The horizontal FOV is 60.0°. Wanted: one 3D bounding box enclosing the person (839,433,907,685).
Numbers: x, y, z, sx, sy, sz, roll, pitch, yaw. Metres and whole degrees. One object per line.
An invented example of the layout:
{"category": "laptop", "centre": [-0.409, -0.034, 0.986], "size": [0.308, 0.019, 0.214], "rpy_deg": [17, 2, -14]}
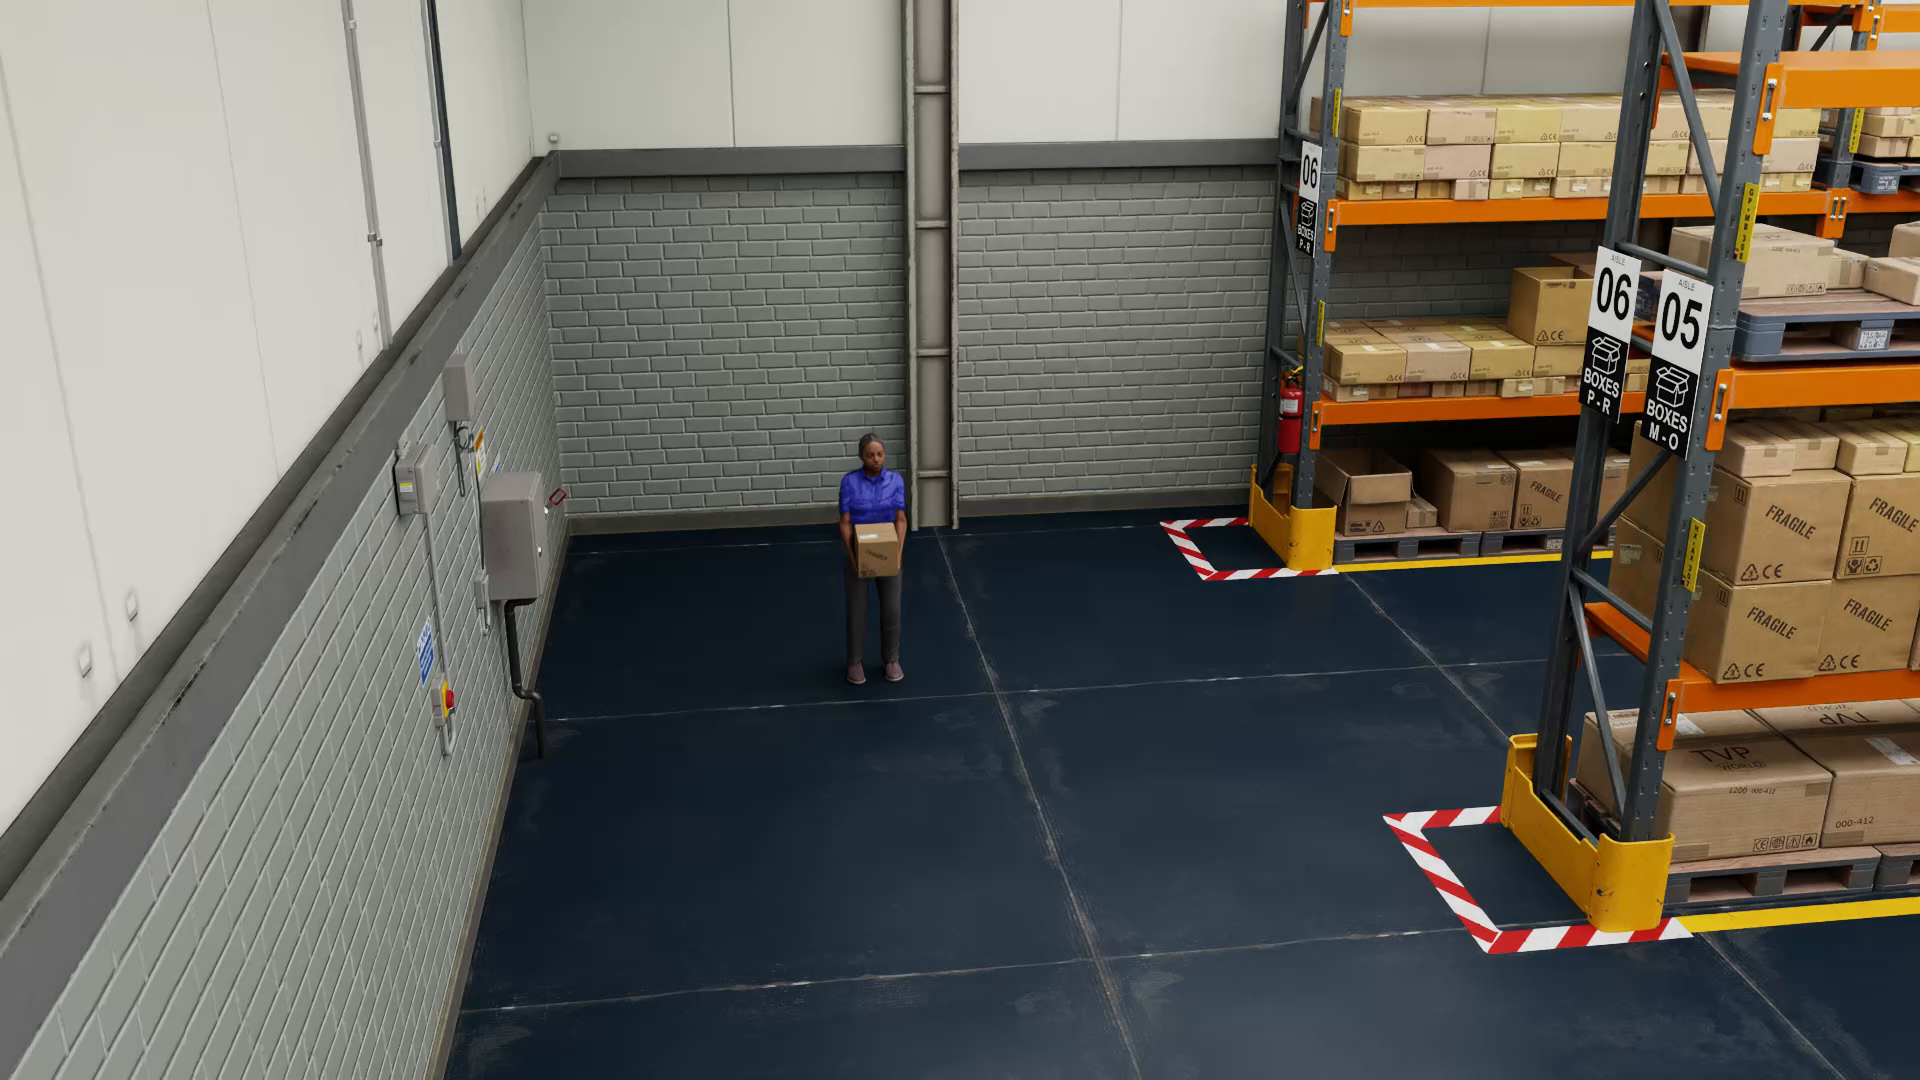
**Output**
{"category": "person", "centre": [-0.552, 0.146, 10.699], "size": [0.441, 1.656, 0.499], "rpy_deg": [-3, 20, -8]}
